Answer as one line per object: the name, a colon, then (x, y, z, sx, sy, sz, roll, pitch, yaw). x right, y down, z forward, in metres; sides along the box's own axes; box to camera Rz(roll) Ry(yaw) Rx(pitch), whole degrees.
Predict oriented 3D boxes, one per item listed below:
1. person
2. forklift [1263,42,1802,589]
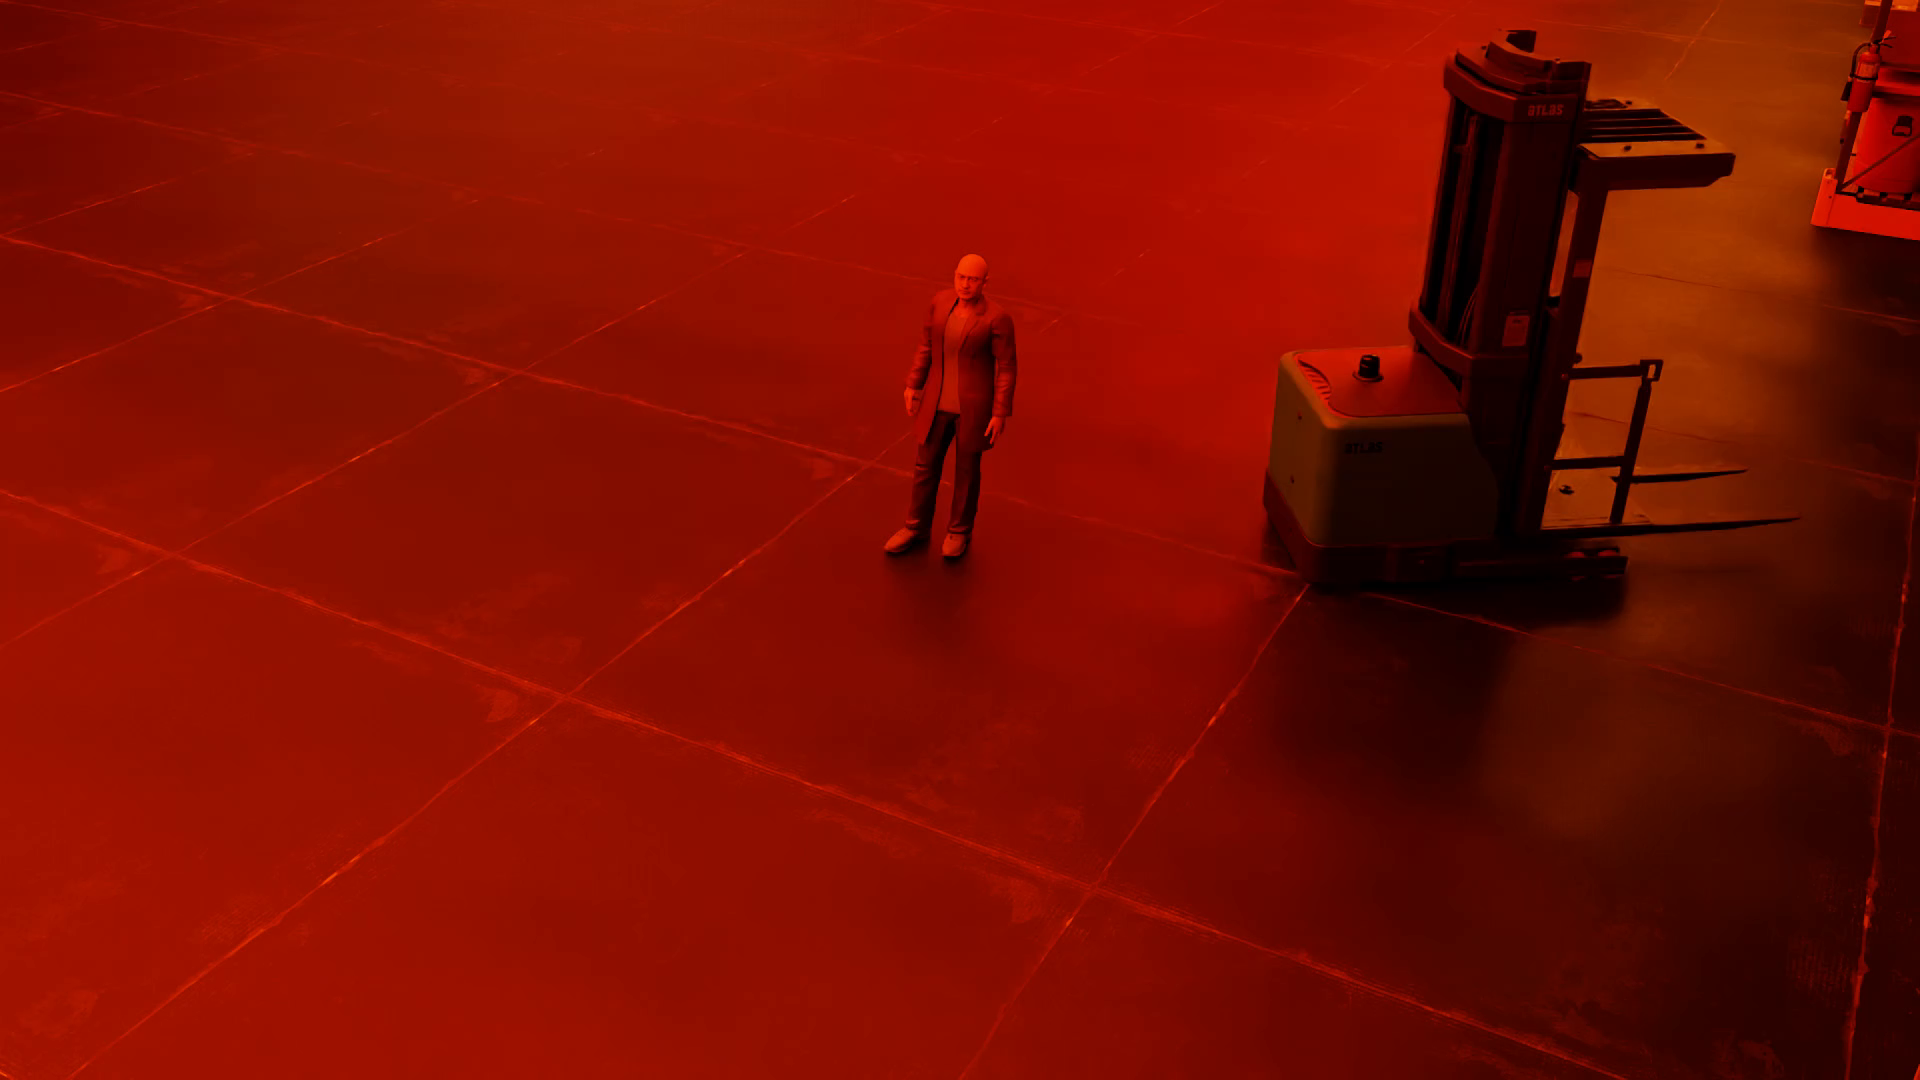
person: (-0.057, -0.734, 9.482, 0.649, 1.776, 0.561, 15, 33, 25)
forklift: (3.417, -1.268, 9.332, 3.031, 2.867, 1.129, -3, 30, -5)
